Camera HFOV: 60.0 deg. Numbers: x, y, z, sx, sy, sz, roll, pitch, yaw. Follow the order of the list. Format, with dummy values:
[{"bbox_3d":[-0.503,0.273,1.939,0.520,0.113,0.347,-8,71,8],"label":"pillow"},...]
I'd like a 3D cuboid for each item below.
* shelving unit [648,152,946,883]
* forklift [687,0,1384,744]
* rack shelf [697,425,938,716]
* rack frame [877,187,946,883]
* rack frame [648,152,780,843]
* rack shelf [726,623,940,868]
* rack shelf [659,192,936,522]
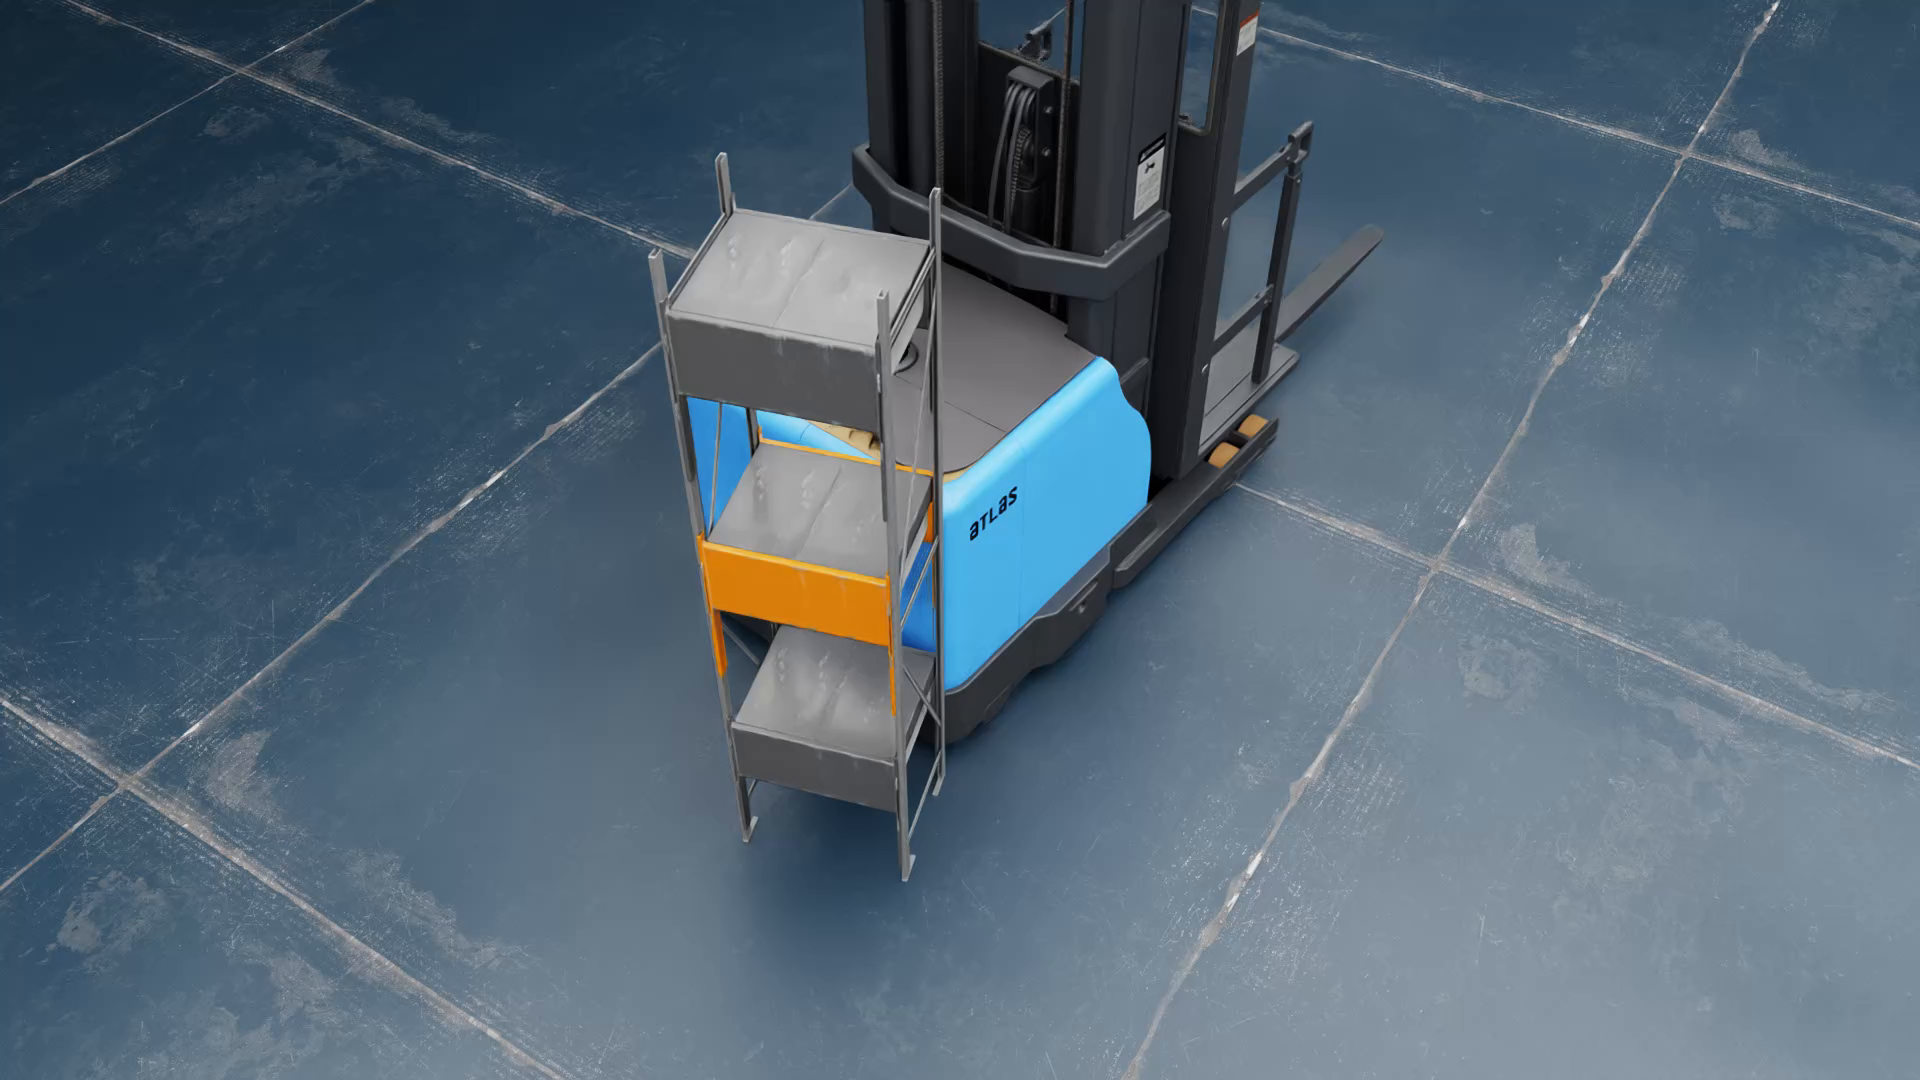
[{"bbox_3d":[-0.339,0.069,4.219,0.503,2.100,0.431,12,47,11],"label":"shelving unit"},{"bbox_3d":[0.492,-1.403,5.070,1.130,2.935,3.031,30,53,26],"label":"forklift"},{"bbox_3d":[-0.339,0.078,4.229,0.480,0.518,0.431,12,47,11],"label":"rack shelf"},{"bbox_3d":[-0.105,0.117,4.172,0.015,2.100,0.400,12,47,11],"label":"rack frame"},{"bbox_3d":[-0.574,0.020,4.265,0.015,2.100,0.400,12,47,11],"label":"rack frame"},{"bbox_3d":[-0.340,0.566,4.731,0.480,0.518,0.431,12,47,11],"label":"rack shelf"},{"bbox_3d":[-0.338,-0.410,3.726,0.480,0.518,0.431,12,47,11],"label":"rack shelf"}]
